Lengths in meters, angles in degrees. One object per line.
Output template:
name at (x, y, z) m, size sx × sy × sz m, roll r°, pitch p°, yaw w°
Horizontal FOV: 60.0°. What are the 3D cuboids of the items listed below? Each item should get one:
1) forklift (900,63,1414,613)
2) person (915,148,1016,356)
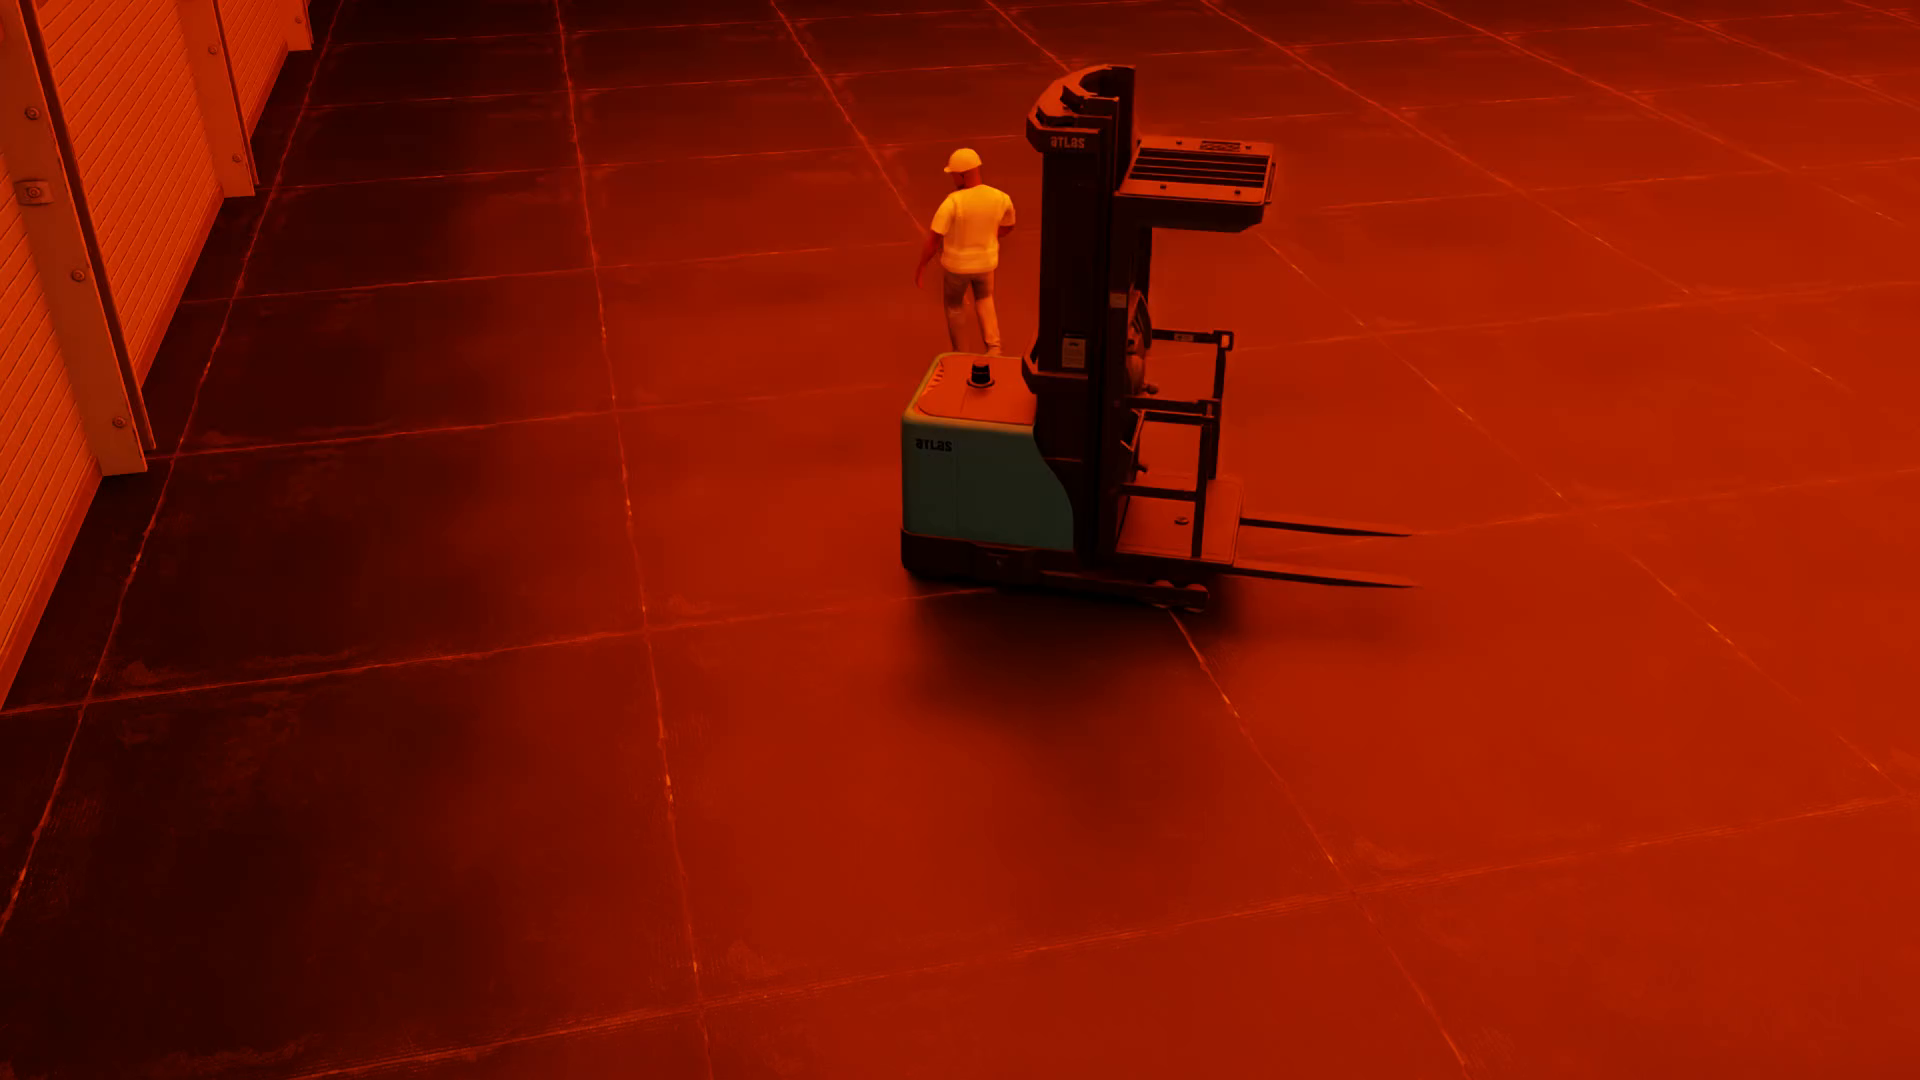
forklift at (1.213, -1.135, 9.534) m, size 3.031 × 2.935 × 1.130 m, roll 6°, pitch 31°, yaw 11°
person at (0.024, -2.078, 12.372) m, size 0.788 × 1.724 × 0.527 m, roll -7°, pitch 31°, yaw -12°
